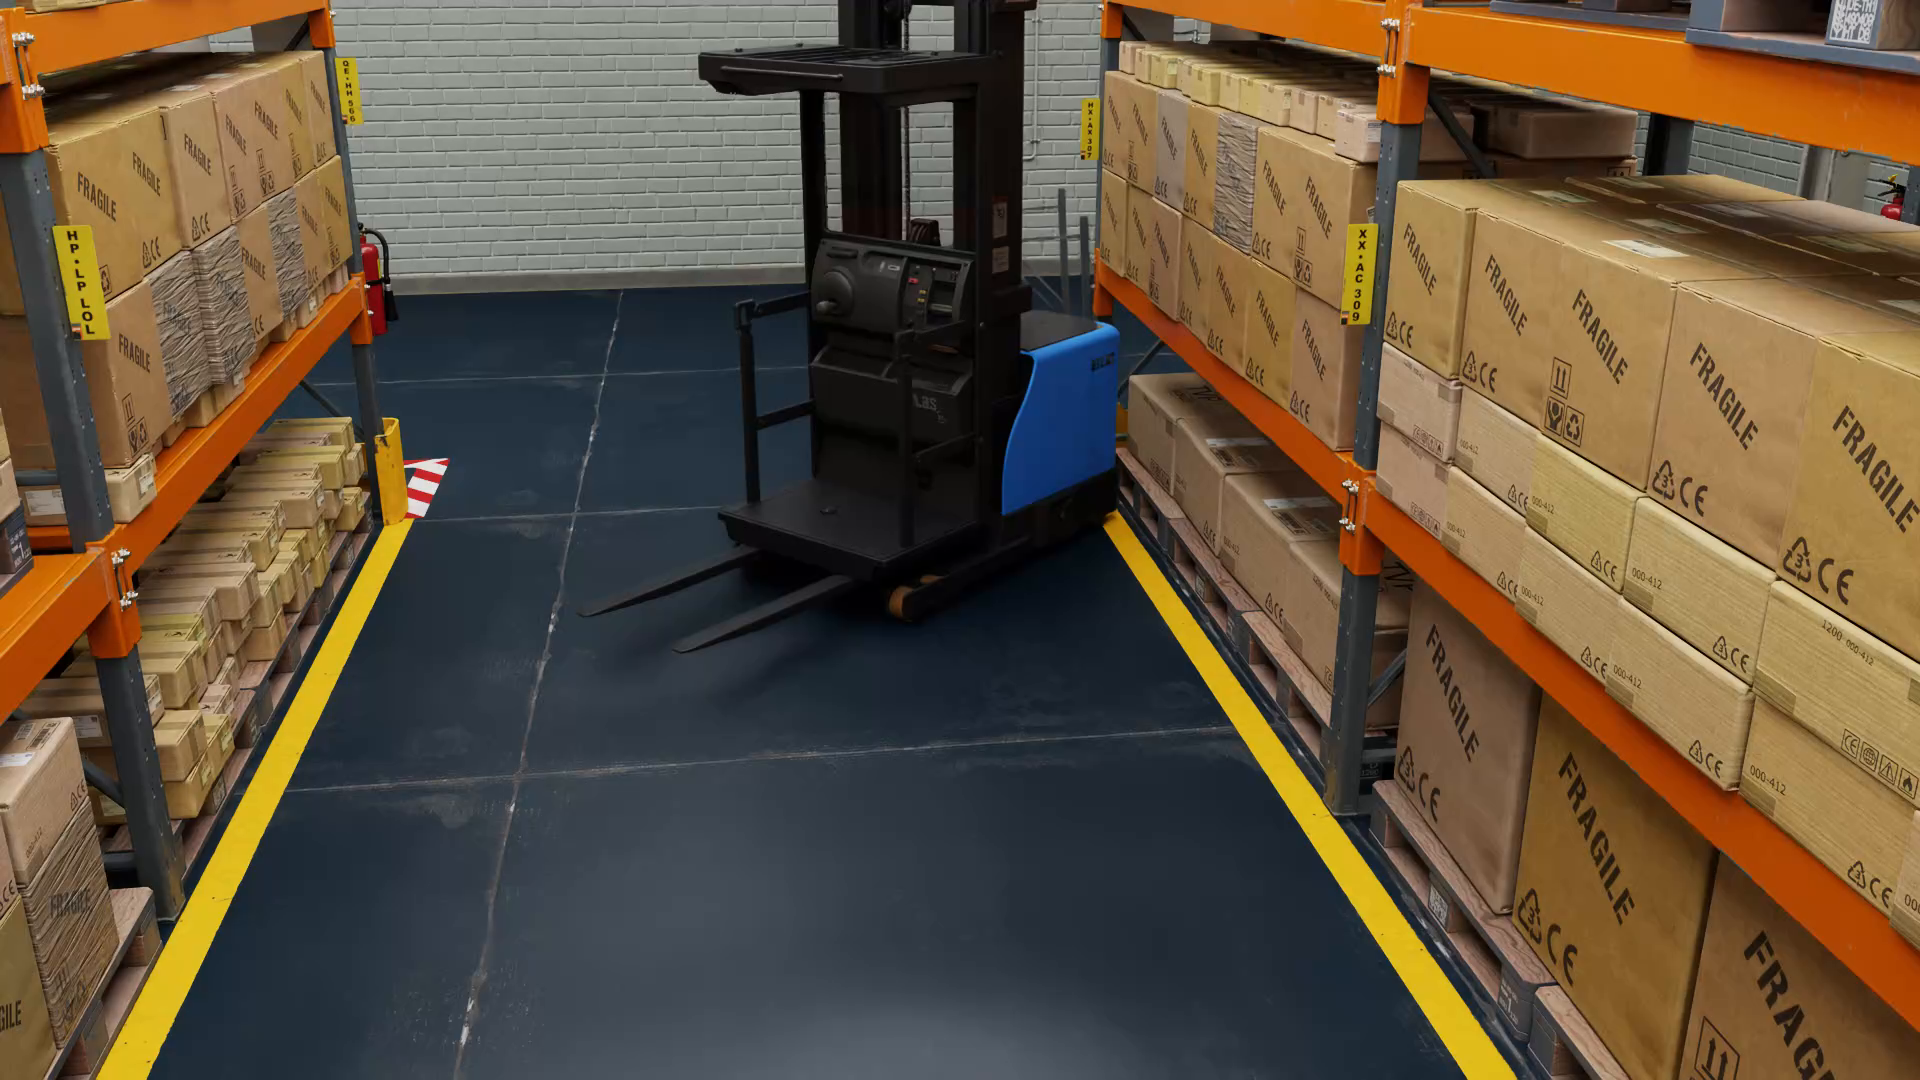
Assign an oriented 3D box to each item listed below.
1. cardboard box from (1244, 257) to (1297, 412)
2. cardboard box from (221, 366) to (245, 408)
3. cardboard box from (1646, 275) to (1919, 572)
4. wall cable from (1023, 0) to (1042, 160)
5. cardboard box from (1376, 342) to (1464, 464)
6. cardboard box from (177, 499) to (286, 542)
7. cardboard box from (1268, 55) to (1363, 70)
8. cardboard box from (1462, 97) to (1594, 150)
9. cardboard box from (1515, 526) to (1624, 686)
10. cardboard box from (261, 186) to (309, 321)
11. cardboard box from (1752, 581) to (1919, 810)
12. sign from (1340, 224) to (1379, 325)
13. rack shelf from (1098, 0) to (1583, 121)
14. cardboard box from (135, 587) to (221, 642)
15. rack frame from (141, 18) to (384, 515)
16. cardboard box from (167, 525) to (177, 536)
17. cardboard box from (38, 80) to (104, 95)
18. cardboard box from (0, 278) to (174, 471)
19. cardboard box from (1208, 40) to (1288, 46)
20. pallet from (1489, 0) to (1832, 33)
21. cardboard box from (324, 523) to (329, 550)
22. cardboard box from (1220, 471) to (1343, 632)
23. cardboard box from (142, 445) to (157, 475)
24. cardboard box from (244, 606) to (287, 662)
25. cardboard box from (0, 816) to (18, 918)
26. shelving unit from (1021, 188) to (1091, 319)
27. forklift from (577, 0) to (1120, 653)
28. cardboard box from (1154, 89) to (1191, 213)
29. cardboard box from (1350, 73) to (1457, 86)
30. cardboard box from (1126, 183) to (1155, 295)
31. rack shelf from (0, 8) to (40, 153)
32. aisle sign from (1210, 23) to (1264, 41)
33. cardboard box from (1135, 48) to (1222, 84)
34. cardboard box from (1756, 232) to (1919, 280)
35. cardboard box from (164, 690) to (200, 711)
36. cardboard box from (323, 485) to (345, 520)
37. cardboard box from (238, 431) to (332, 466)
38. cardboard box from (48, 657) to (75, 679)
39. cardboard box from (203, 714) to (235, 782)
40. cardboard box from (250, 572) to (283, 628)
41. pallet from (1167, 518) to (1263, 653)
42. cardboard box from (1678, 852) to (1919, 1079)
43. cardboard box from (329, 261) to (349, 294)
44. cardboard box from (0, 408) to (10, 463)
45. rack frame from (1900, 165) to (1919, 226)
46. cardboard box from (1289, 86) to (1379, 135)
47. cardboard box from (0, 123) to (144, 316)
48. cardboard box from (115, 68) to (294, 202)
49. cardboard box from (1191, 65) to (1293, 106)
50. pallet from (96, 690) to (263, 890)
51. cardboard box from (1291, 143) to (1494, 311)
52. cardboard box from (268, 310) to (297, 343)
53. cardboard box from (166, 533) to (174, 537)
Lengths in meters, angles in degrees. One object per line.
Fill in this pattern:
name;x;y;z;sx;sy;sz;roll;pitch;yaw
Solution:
cardboard box;1.439;-0.815;6.469;0.500;0.500;0.500;-3;21;-9
cardboard box;-3.000;-0.609;6.418;0.380;0.149;0.250;-2;21;-5
cardboard box;1.869;-0.264;3.564;0.500;0.500;0.500;-3;21;-9
wall cable;0.426;-4.270;14.363;0.585;1.953;0.123;-3;21;-8
cardboard box;1.623;-0.440;5.107;0.500;0.250;0.500;-4;21;-9
cardboard box;-3.155;-0.059;7.212;0.380;0.149;0.250;-4;21;-10
cardboard box;1.656;-2.178;7.760;0.380;0.149;0.250;-3;21;-8
cardboard box;1.997;-1.472;5.872;0.380;0.149;0.250;-3;21;-7
cardboard box;1.775;0.150;4.241;0.500;0.250;0.500;-3;21;-8
cardboard box;-3.150;-1.233;7.162;0.500;0.500;0.500;-3;21;-8
cardboard box;1.923;0.270;3.207;0.500;0.250;0.500;-3;21;-9
sign;1.290;-0.857;5.373;0.100;0.325;0.005;-3;21;-8
rack shelf;1.551;-2.203;7.070;1.077;0.370;4.000;-3;21;-8
cardboard box;-3.016;0.300;6.251;0.380;0.149;0.250;-3;21;-9
rack frame;-3.622;-1.543;8.561;1.000;3.000;0.127;-3;21;-8
cardboard box;-3.666;-0.123;7.383;0.380;0.149;0.250;-2;21;-6
cardboard box;-3.611;-1.497;6.440;0.500;0.500;0.500;-4;21;-9
cardboard box;-2.867;-0.529;5.276;0.500;0.500;0.500;-3;21;-9
cardboard box;1.512;-2.533;8.711;0.380;0.149;0.250;-3;21;-7
pallet;2.020;-1.443;4.280;0.805;0.209;1.217;-4;21;-10
cardboard box;-3.201;0.032;7.818;0.380;0.149;0.250;-3;21;-7
cardboard box;1.725;0.028;7.416;0.875;0.438;0.875;-4;21;-9
cardboard box;-2.873;-0.241;5.433;0.380;0.149;0.250;-2;21;-6
cardboard box;-3.007;0.391;6.856;0.380;0.149;0.250;-3;21;-9
cardboard box;-2.626;0.889;3.951;0.500;0.250;0.500;-2;21;-5
shelving unit;0.458;-1.217;9.776;0.587;1.500;1.083;-5;20;-2
forklift;-0.465;-1.189;7.709;1.130;2.935;3.031;16;26;36
cardboard box;1.213;-1.806;7.693;0.500;0.500;0.500;-3;21;-8
cardboard box;1.816;-1.824;6.814;0.380;0.149;0.250;-3;21;-8
cardboard box;1.148;-1.520;8.356;0.500;0.500;0.500;-3;21;-9
rack shelf;-2.757;-0.534;2.600;1.077;0.370;4.000;-3;21;-8
aisle sign;1.559;-3.086;8.976;0.394;0.787;0.004;-3;21;-8
cardboard box;1.072;-2.327;8.161;0.380;0.149;0.250;-2;21;-6
cardboard box;2.287;-0.461;4.091;0.500;0.500;0.500;-2;21;-6
cardboard box;-2.906;0.617;5.828;0.380;0.149;0.250;-3;21;-7
cardboard box;-3.186;-0.195;8.002;0.380;0.149;0.250;-4;21;-10
cardboard box;-3.315;-0.423;8.185;0.380;0.149;0.250;-3;21;-7
cardboard box;-3.451;0.472;6.216;0.380;0.149;0.250;-3;21;-7
cardboard box;-2.818;0.746;5.905;0.380;0.149;0.250;-2;21;-6
cardboard box;-3.003;0.253;6.800;0.380;0.149;0.250;-3;21;-8
pallet;1.628;0.173;7.951;1.003;0.211;1.213;-3;21;-8
cardboard box;2.274;1.188;3.684;0.875;0.875;0.875;-3;21;-7
cardboard box;-3.295;-1.327;8.340;0.380;0.149;0.250;-3;21;-8
cardboard box;-2.792;-0.249;4.429;0.380;0.149;0.250;-2;21;-6
rack frame;6.174;-2.079;9.996;1.000;3.000;0.127;-3;21;-8
cardboard box;1.468;-1.623;6.275;0.380;0.149;0.250;-3;21;-8
cardboard box;-2.869;-0.981;5.059;0.500;0.500;0.500;-2;21;-6
cardboard box;-3.152;-1.697;6.975;0.500;0.500;0.500;-2;21;-5
cardboard box;1.221;-1.971;7.207;0.380;0.149;0.250;-3;21;-9
pallet;-3.177;0.917;5.958;1.003;0.211;1.213;-3;21;-8
cardboard box;1.498;-1.108;5.822;0.500;0.500;0.500;-3;21;-8
cardboard box;-3.176;-0.973;7.393;0.380;0.149;0.250;-4;21;-10
cardboard box;-3.632;0.010;7.451;0.380;0.149;0.250;-4;21;-10
